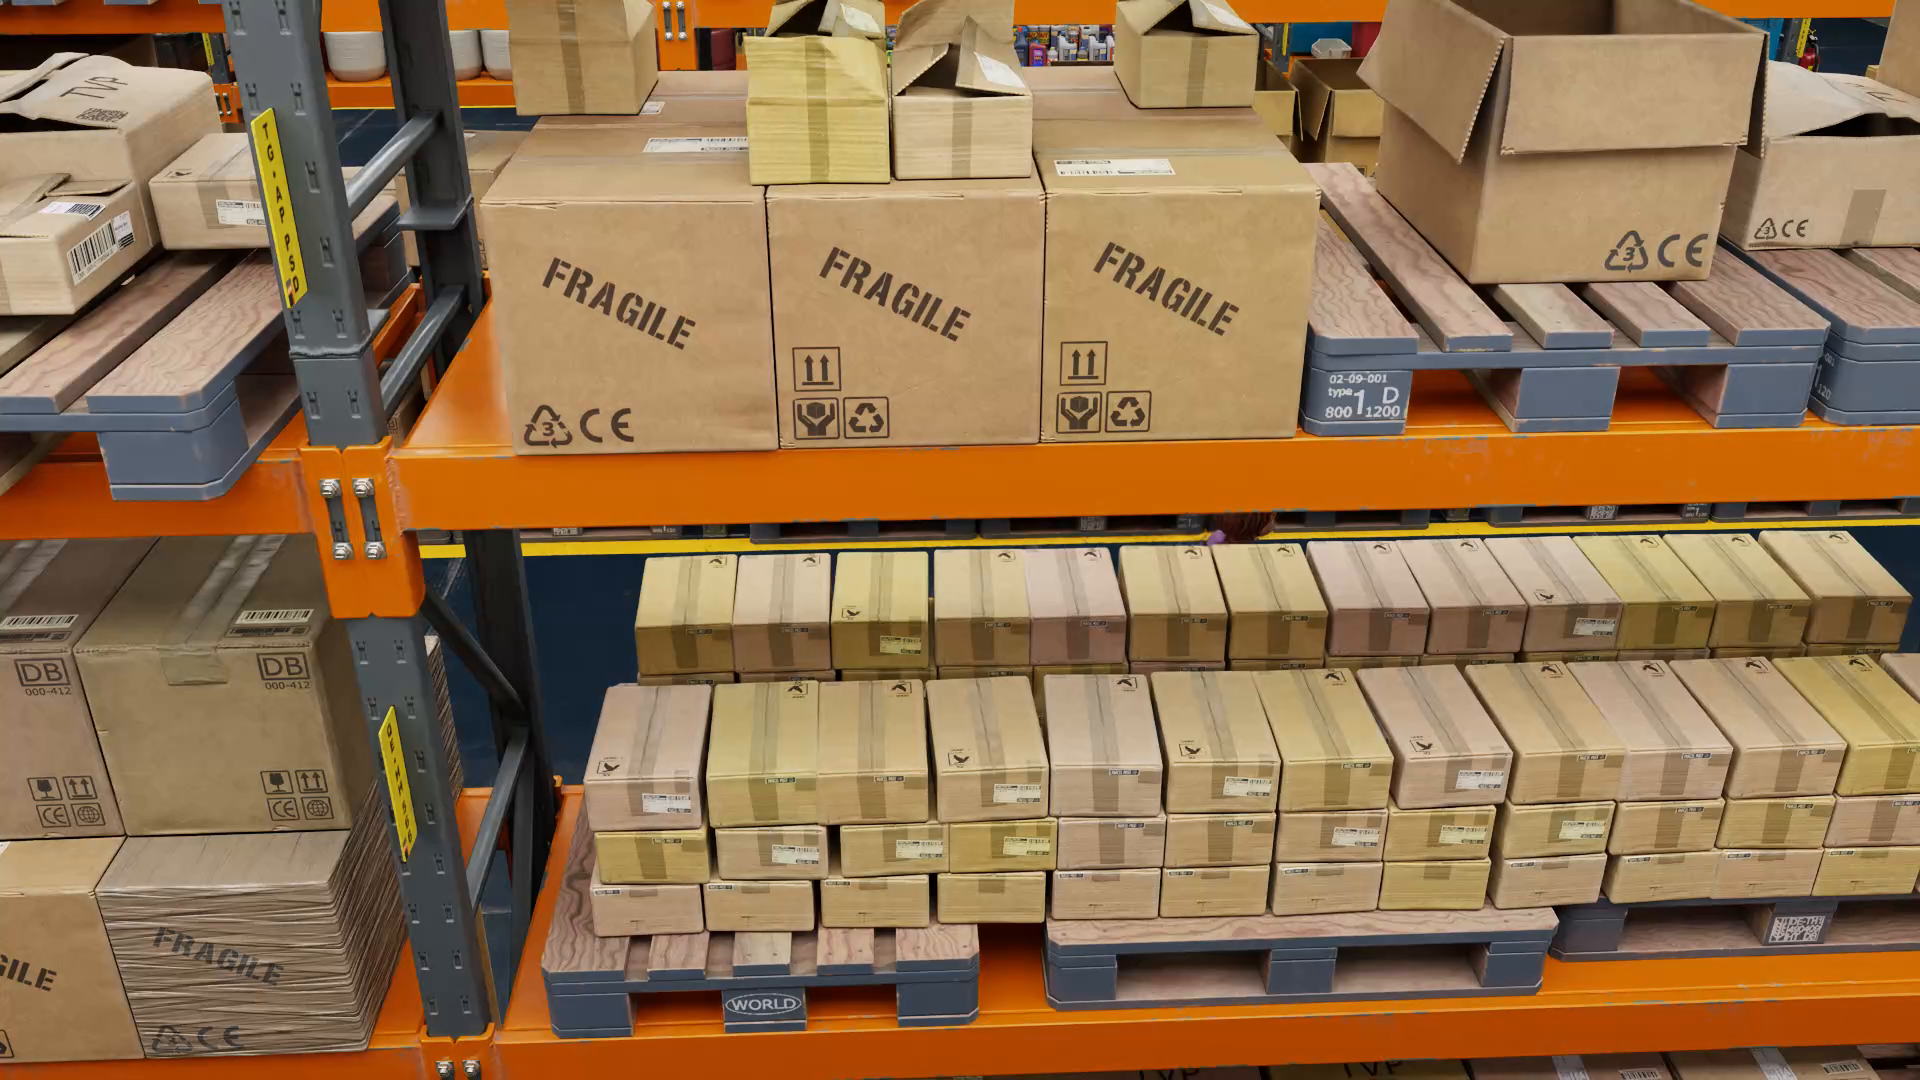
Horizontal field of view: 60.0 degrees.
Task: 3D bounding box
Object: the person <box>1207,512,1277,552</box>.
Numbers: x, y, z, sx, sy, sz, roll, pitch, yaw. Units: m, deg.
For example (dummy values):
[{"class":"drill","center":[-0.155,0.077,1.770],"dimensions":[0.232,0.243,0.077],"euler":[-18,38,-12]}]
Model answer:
[{"class":"person","center":[0.979,0.498,6.147],"dimensions":[0.626,1.582,0.420],"euler":[0,28,0]}]
